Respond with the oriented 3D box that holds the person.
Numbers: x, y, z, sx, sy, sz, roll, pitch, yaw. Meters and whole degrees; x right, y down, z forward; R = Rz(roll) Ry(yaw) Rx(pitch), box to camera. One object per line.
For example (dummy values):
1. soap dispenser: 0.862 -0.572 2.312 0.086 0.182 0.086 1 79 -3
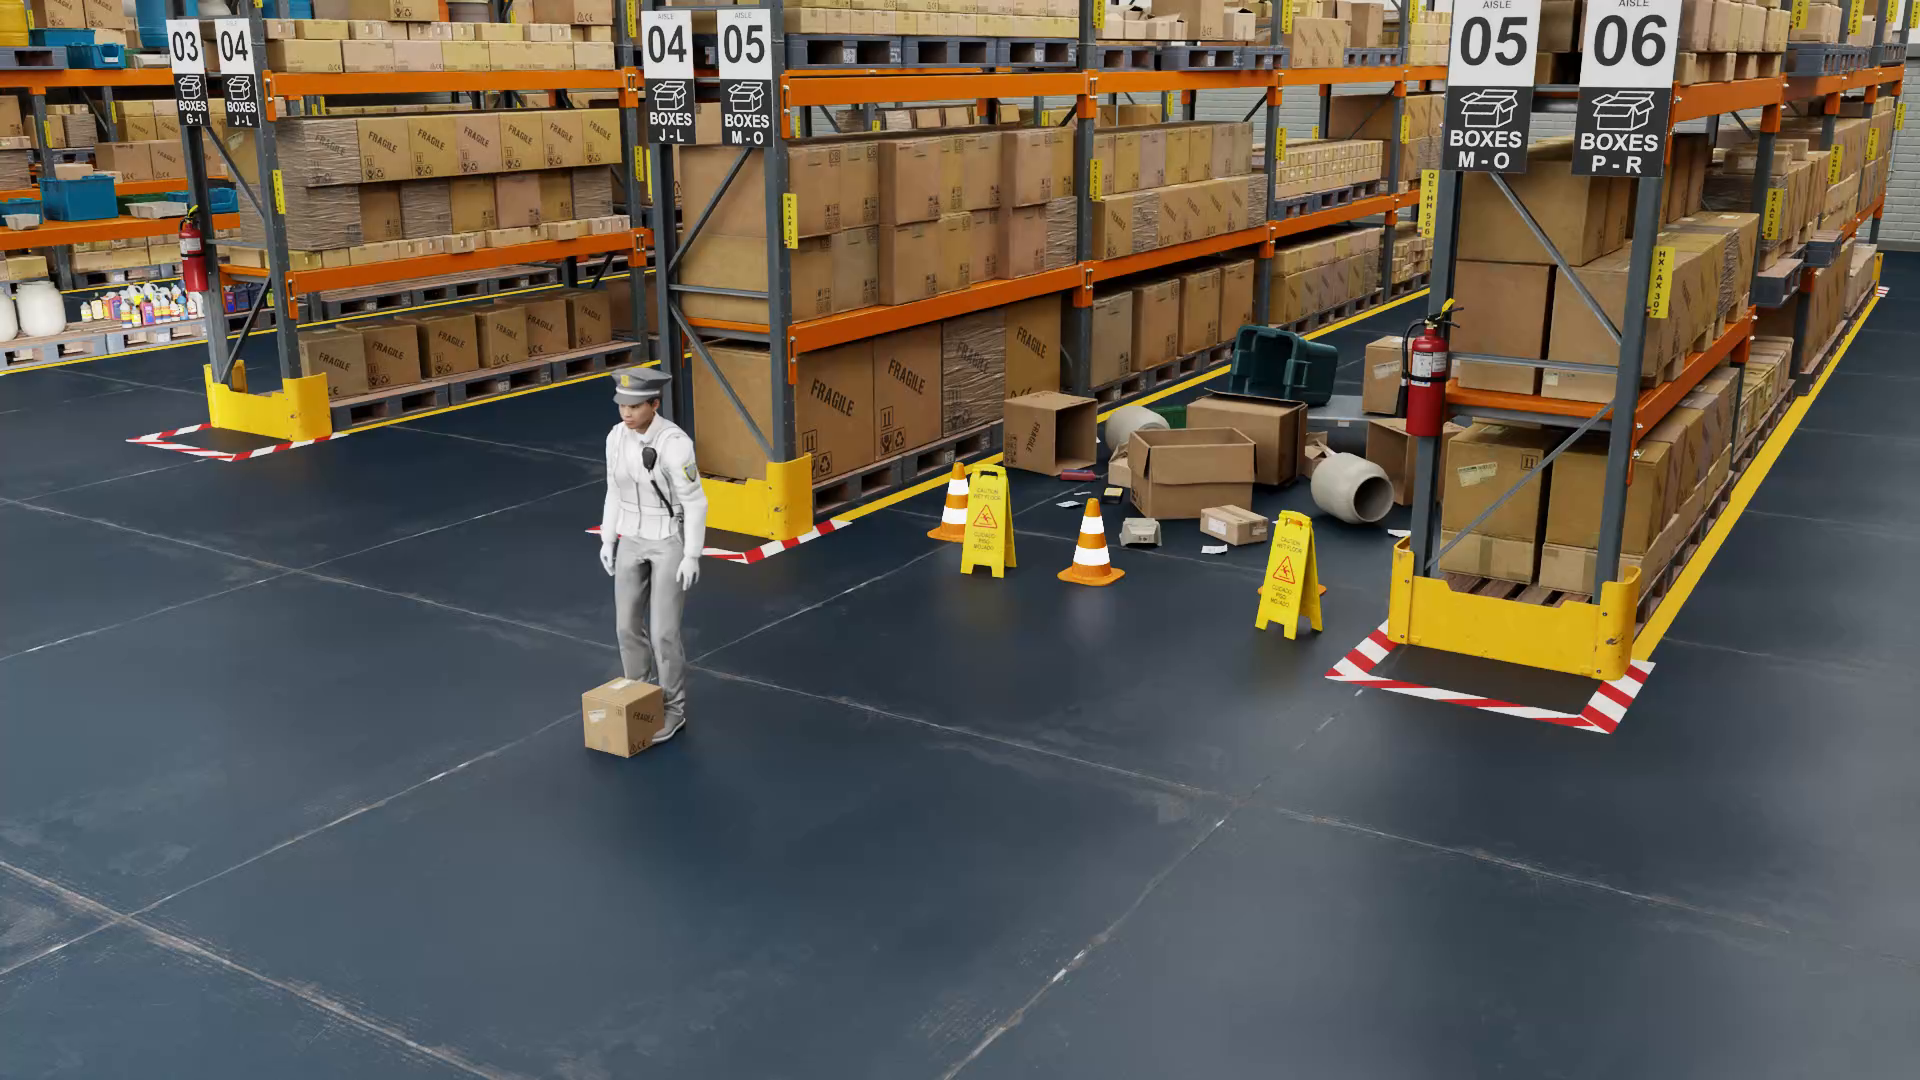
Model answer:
1. person: -1.373 0.053 7.350 0.541 1.662 0.415 9 18 27
